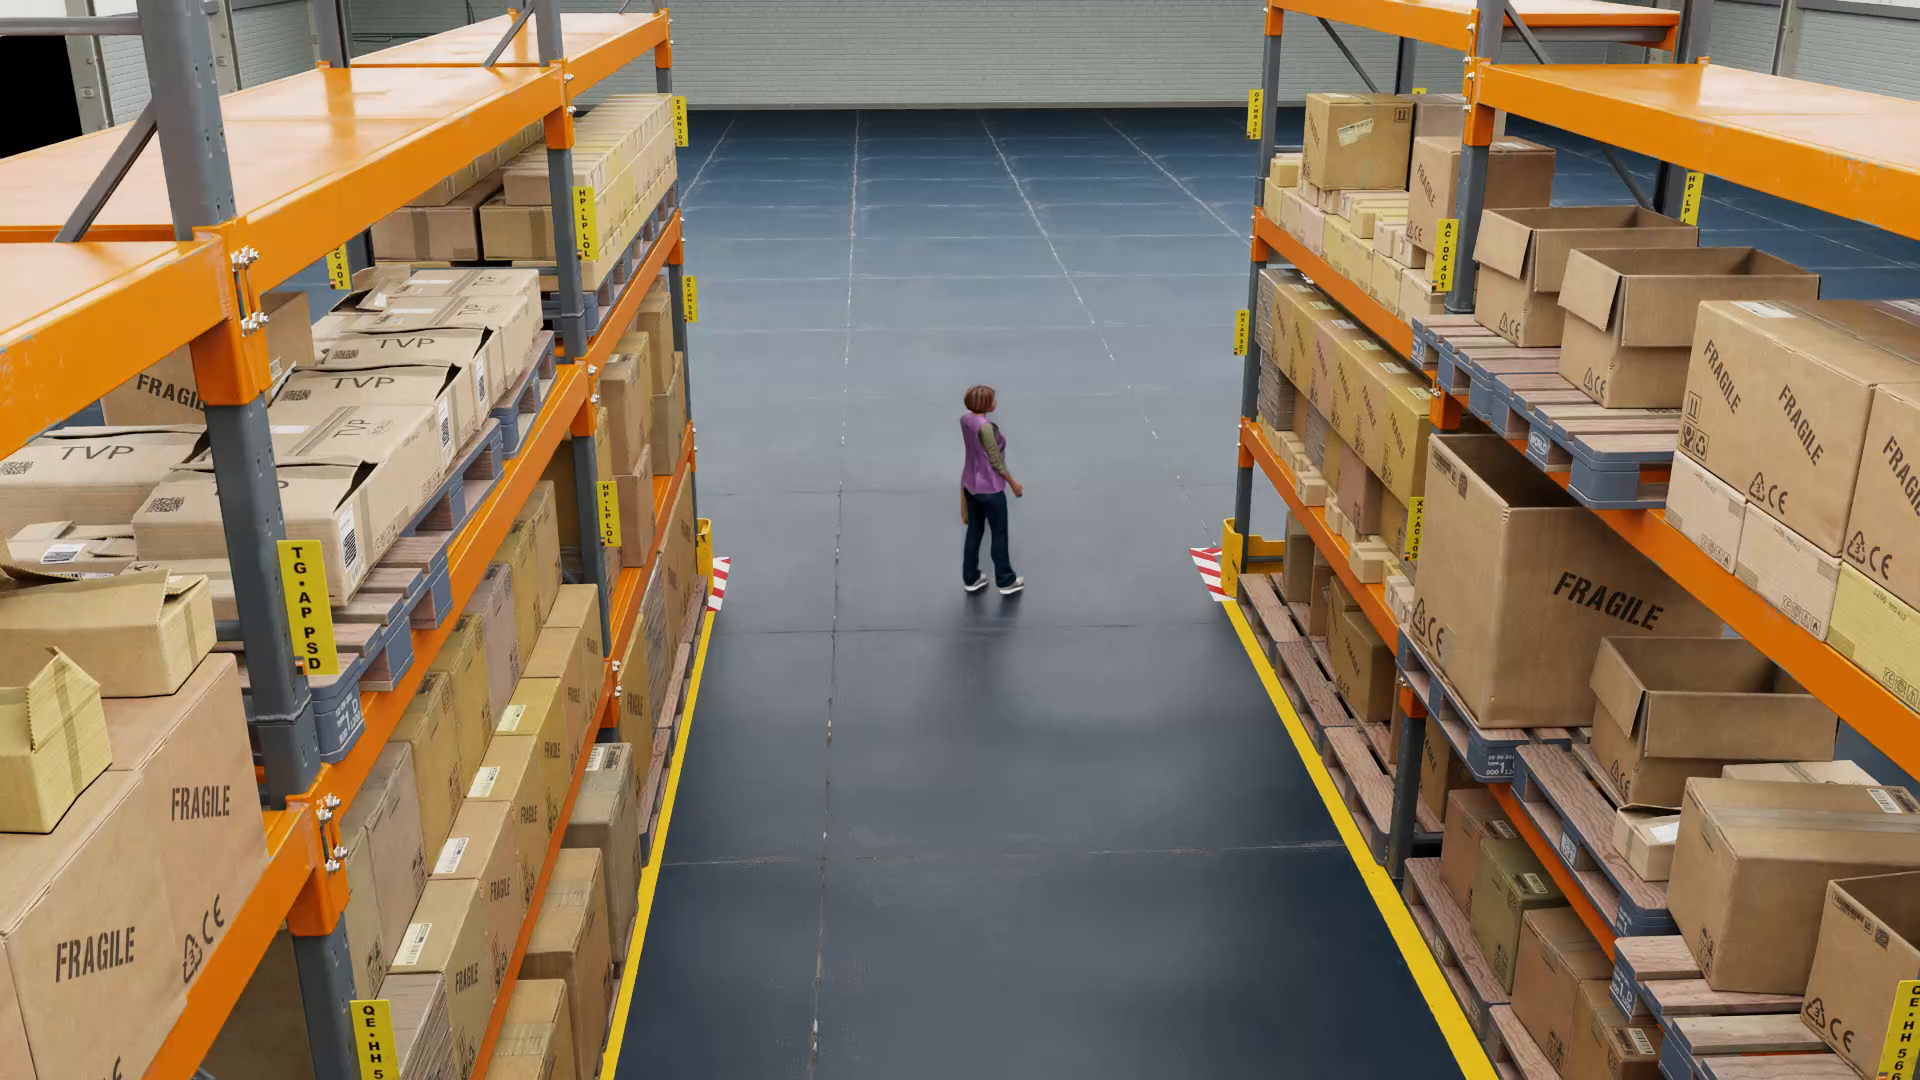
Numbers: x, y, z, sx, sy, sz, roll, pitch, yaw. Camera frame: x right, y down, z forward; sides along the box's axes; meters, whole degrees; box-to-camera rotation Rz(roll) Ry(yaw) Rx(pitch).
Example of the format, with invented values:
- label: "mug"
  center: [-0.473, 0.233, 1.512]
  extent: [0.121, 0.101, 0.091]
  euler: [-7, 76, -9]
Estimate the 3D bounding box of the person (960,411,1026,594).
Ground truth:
- label: "person"
  center: [0.242, -0.278, 12.104]
  extent: [0.472, 1.377, 0.377]
  euler: [-12, 24, -29]
